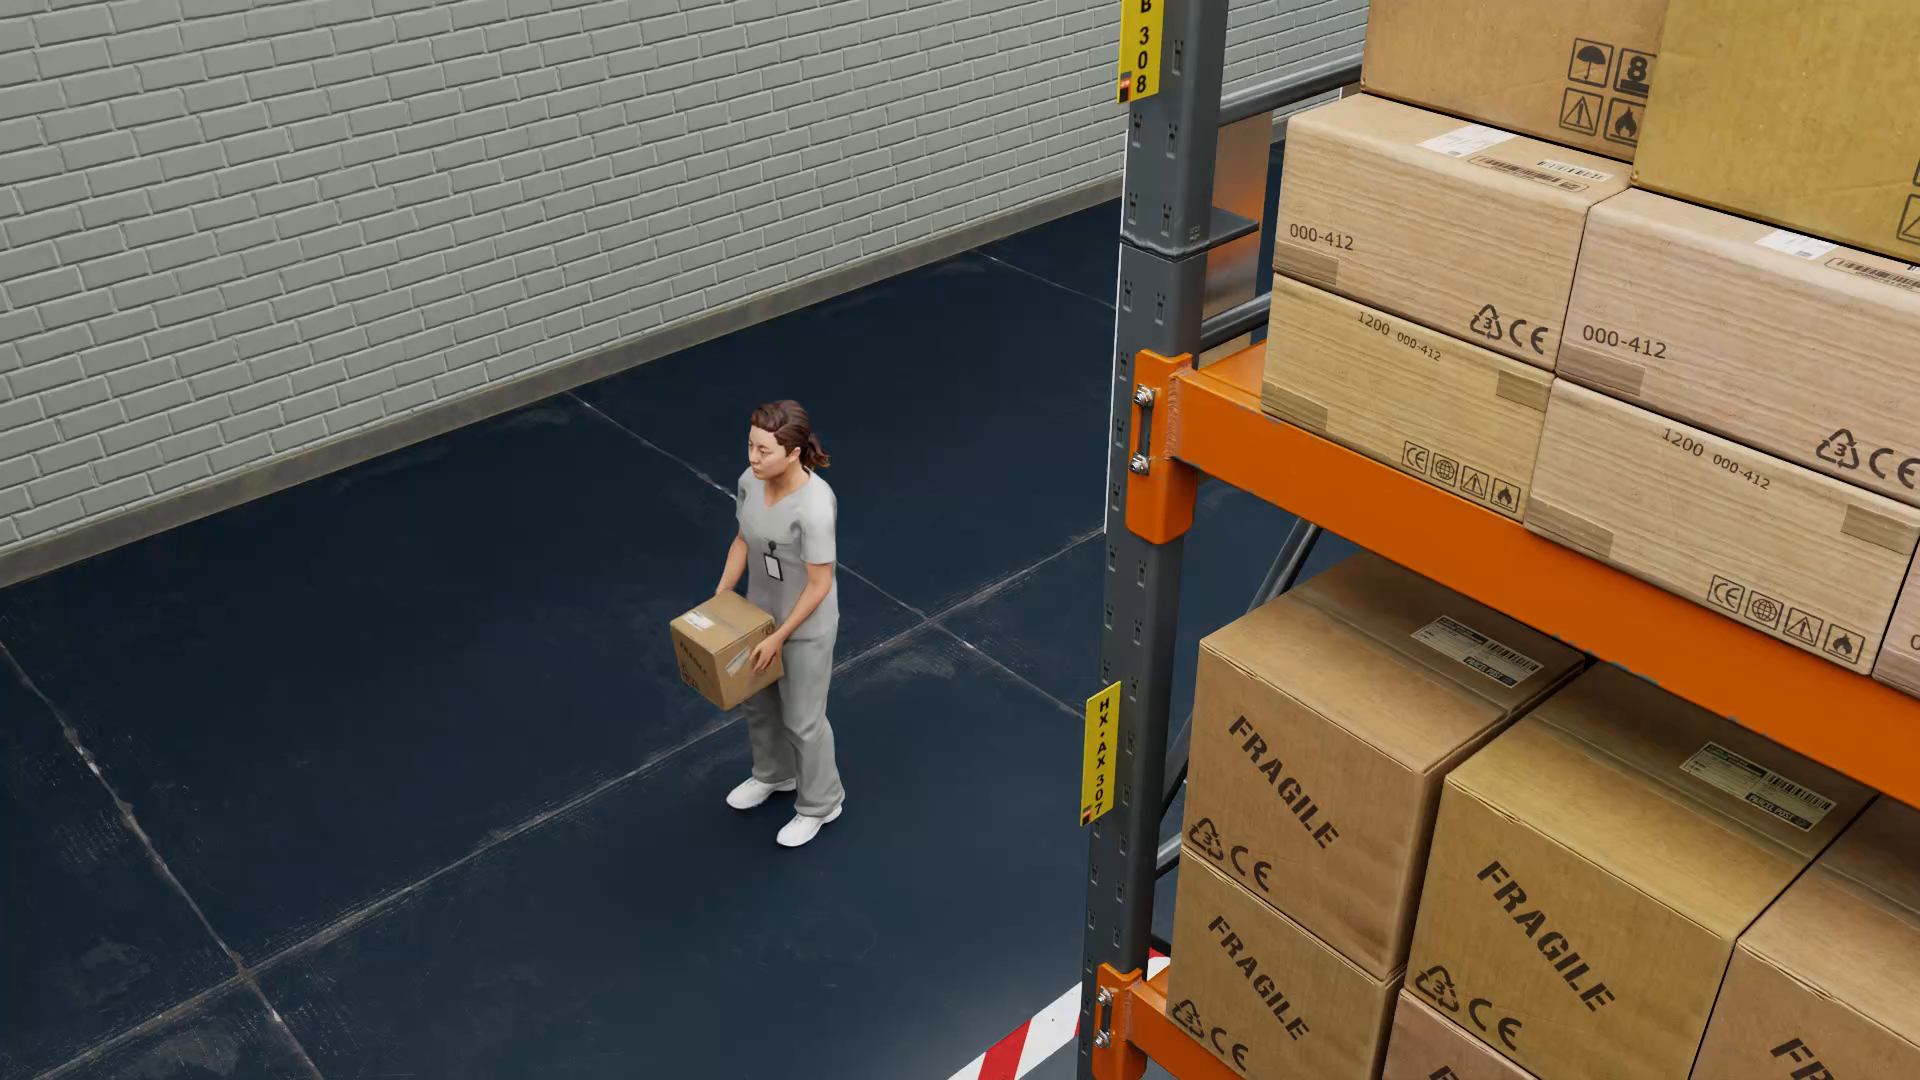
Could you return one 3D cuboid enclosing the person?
[{"bbox_3d":[-0.615,0.294,5.662,0.445,1.675,0.465,-27,41,-36],"label":"person"}]
